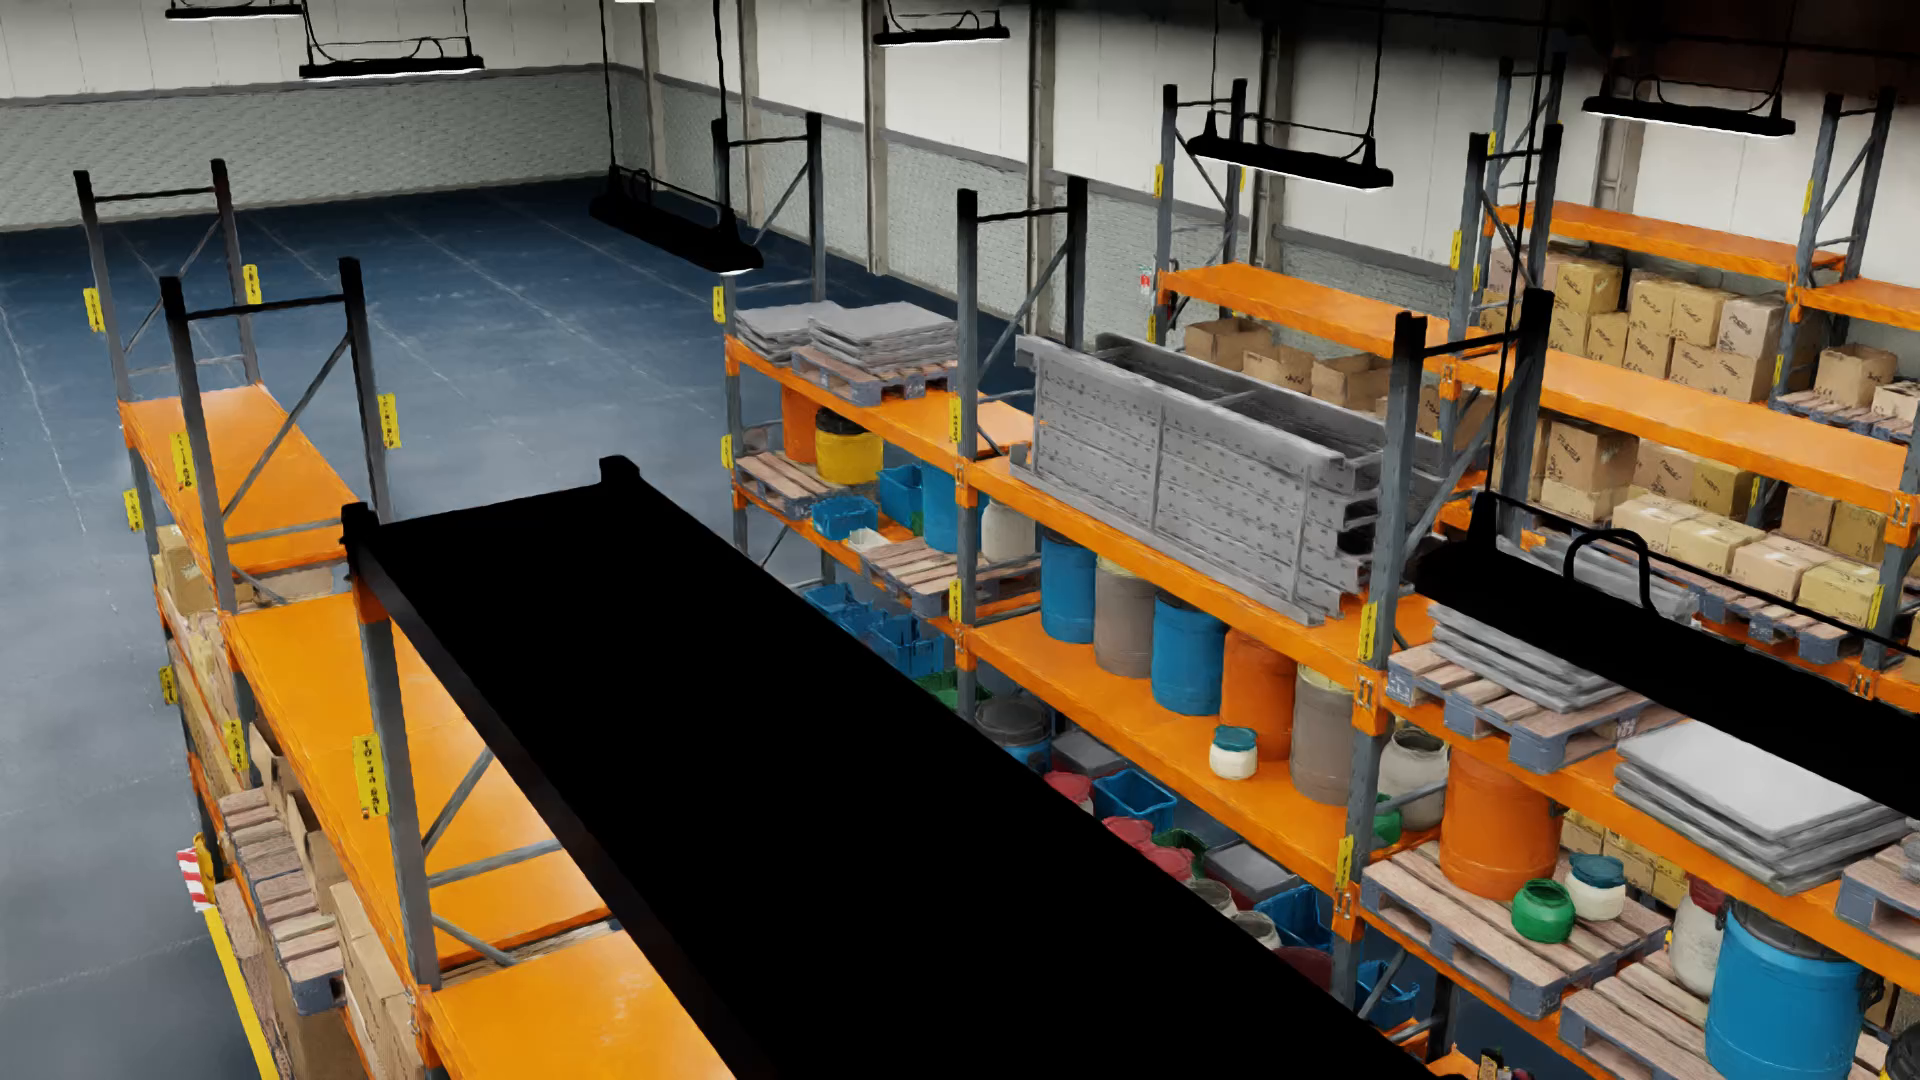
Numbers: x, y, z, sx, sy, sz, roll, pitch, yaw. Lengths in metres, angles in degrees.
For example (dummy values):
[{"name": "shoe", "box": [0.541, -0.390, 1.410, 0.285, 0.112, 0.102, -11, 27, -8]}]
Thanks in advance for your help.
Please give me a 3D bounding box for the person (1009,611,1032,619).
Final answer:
[{"name": "person", "box": [0.649, 0.374, 18.342, 0.447, 1.591, 0.596, 3, 22, 9]}]
